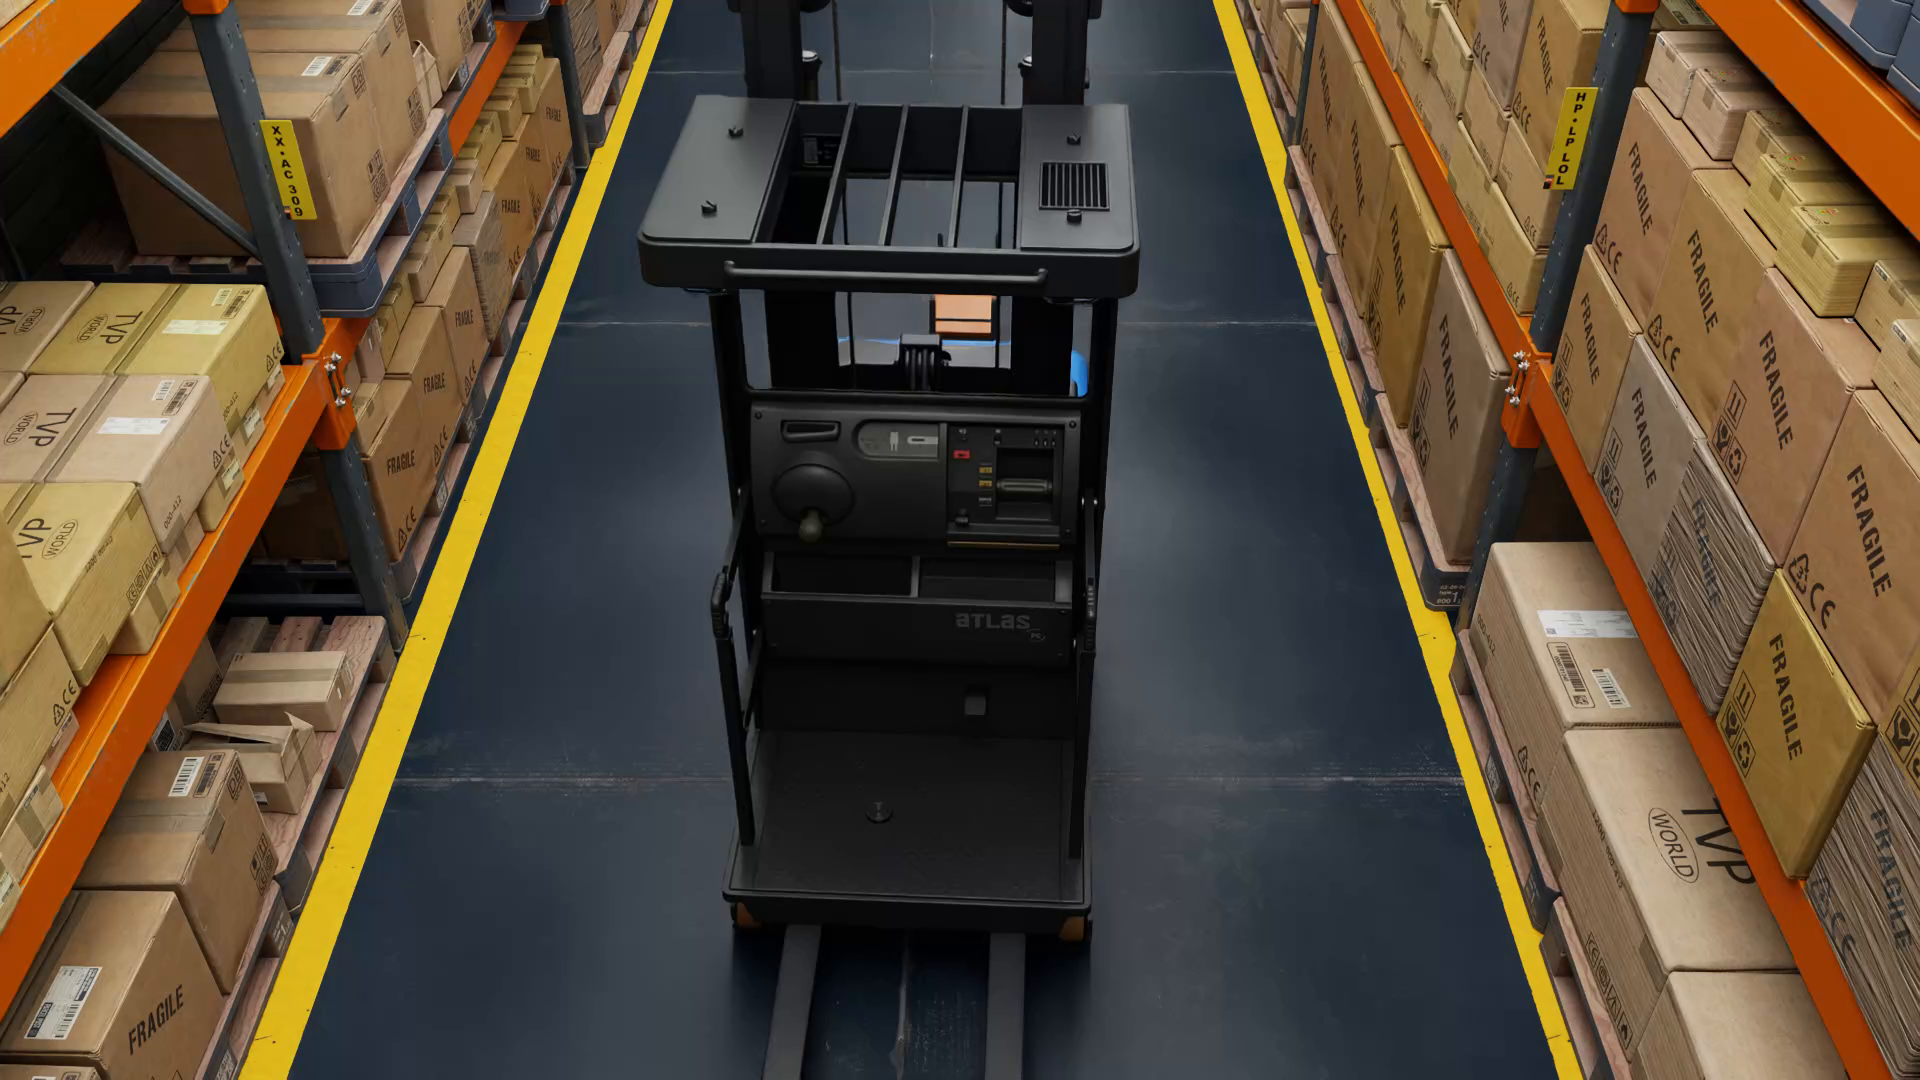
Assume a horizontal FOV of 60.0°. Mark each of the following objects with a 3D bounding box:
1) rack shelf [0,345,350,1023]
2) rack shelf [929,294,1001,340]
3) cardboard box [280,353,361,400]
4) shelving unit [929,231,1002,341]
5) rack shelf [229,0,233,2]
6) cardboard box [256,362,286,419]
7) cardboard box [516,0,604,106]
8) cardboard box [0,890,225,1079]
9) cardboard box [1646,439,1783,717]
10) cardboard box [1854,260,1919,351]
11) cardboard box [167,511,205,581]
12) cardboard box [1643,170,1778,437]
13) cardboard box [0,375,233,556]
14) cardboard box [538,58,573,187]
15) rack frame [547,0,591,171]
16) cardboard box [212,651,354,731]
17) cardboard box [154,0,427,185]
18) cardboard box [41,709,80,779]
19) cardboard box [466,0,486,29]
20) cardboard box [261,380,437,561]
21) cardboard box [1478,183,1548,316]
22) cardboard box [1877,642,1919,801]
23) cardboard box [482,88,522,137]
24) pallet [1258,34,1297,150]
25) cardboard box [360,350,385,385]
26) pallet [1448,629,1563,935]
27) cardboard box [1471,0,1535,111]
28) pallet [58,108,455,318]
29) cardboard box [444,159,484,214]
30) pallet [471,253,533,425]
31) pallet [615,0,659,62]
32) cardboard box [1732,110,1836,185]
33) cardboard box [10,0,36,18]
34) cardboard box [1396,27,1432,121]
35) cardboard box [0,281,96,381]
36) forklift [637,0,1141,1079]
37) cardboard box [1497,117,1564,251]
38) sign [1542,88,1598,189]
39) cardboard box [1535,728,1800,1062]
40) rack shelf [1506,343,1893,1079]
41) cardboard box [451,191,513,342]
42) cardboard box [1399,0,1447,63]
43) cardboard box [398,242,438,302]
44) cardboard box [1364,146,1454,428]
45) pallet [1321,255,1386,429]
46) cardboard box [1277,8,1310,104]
[{"bbox_3d":[-2.586,0.751,3.990,1.077,0.370,4.000,0,39,0],"label":"rack shelf"},{"bbox_3d":[0.024,-0.846,6.218,0.258,0.148,0.480,2,39,2],"label":"rack shelf"},{"bbox_3d":[-2.384,-0.563,5.960,0.380,0.149,0.250,-1,39,-1],"label":"cardboard box"},{"bbox_3d":[0.024,-0.540,6.464,0.258,1.200,0.503,2,39,2],"label":"shelving unit"},{"bbox_3d":[-2.591,-2.921,6.173,1.077,0.370,4.000,0,39,0],"label":"rack shelf"},{"bbox_3d":[-2.336,-0.484,5.156,0.380,0.149,0.250,0,39,1],"label":"cardboard box"},{"bbox_3d":[-2.580,-2.910,9.545,0.875,0.625,0.625,1,39,1],"label":"cardboard box"},{"bbox_3d":[-2.353,1.284,4.412,0.500,0.500,0.500,1,39,1],"label":"cardboard box"},{"bbox_3d":[2.104,0.094,4.155,0.500,0.500,0.500,0,39,0],"label":"cardboard box"},{"bbox_3d":[2.167,-0.473,3.543,0.380,0.149,0.250,0,39,0],"label":"cardboard box"},{"bbox_3d":[-2.316,0.006,4.545,0.380,0.149,0.250,1,39,1],"label":"cardboard box"},{"bbox_3d":[2.128,-0.602,4.223,0.500,0.500,0.500,-1,39,-1],"label":"cardboard box"},{"bbox_3d":[-2.329,-0.207,4.492,0.500,0.250,0.500,0,39,0],"label":"cardboard box"},{"bbox_3d":[-2.378,-2.206,8.768,0.500,0.500,0.500,1,39,1],"label":"cardboard box"},{"bbox_3d":[-2.593,-3.282,8.447,1.000,3.000,0.127,0,39,0],"label":"rack frame"},{"bbox_3d":[-2.294,0.516,5.651,0.380,0.149,0.250,-1,39,-1],"label":"cardboard box"},{"bbox_3d":[-2.366,-1.610,5.945,0.700,0.500,0.500,0,39,0],"label":"cardboard box"},{"bbox_3d":[-2.352,0.481,3.952,0.380,0.149,0.250,0,39,0],"label":"cardboard box"},{"bbox_3d":[-2.407,-2.466,7.010,0.797,0.503,0.637,-1,39,-1],"label":"cardboard box"},{"bbox_3d":[-2.364,-0.272,6.354,0.500,0.500,0.500,2,39,2],"label":"cardboard box"},{"bbox_3d":[2.122,-1.009,5.730,0.500,0.250,0.500,-1,39,-1],"label":"cardboard box"},{"bbox_3d":[2.114,0.348,3.038,0.500,0.500,0.500,0,39,0],"label":"cardboard box"},{"bbox_3d":[-2.352,-2.080,8.091,0.380,0.149,0.250,-1,39,-2],"label":"cardboard box"},{"bbox_3d":[2.371,-2.689,9.936,1.003,0.211,1.213,0,39,0],"label":"pallet"},{"bbox_3d":[-2.401,-0.620,6.269,0.380,0.149,0.250,-1,39,-1],"label":"cardboard box"},{"bbox_3d":[2.298,0.777,5.612,1.003,0.211,1.213,0,39,0],"label":"pallet"},{"bbox_3d":[2.115,-1.819,5.741,0.500,0.500,0.500,1,39,1],"label":"cardboard box"},{"bbox_3d":[-2.481,-1.206,6.009,1.003,0.211,1.213,0,39,0],"label":"pallet"},{"bbox_3d":[-2.366,-1.586,7.475,0.380,0.149,0.250,-2,39,-2],"label":"cardboard box"},{"bbox_3d":[-2.632,-0.966,7.787,1.003,0.211,1.213,0,39,0],"label":"pallet"},{"bbox_3d":[-2.554,-3.470,10.911,1.003,0.211,1.213,0,39,0],"label":"pallet"},{"bbox_3d":[2.175,-0.951,4.140,0.380,0.149,0.250,0,39,-1],"label":"cardboard box"},{"bbox_3d":[-2.304,-1.308,3.785,0.380,0.149,0.250,1,39,1],"label":"cardboard box"},{"bbox_3d":[2.136,-1.966,6.924,0.500,0.250,0.500,0,39,0],"label":"cardboard box"},{"bbox_3d":[-2.858,-0.529,4.893,0.500,0.250,0.500,0,39,-1],"label":"cardboard box"},{"bbox_3d":[-0.136,-0.106,4.538,1.130,2.935,3.031,2,39,2],"label":"forklift"},{"bbox_3d":[2.131,-1.199,5.568,0.500,0.250,0.500,0,39,0],"label":"cardboard box"},{"bbox_3d":[1.832,-1.201,4.988,0.100,0.325,0.005,0,39,0],"label":"sign"},{"bbox_3d":[2.270,1.002,4.814,0.875,0.438,0.875,-1,39,-1],"label":"cardboard box"},{"bbox_3d":[2.377,0.745,3.997,1.077,0.370,4.000,0,39,0],"label":"rack shelf"},{"bbox_3d":[-2.365,-1.241,7.564,0.500,0.500,0.500,-1,39,-2],"label":"cardboard box"},{"bbox_3d":[2.099,-2.156,6.761,0.500,0.250,0.500,1,39,1],"label":"cardboard box"},{"bbox_3d":[-2.389,-1.108,6.879,0.380,0.149,0.250,0,39,0],"label":"cardboard box"},{"bbox_3d":[2.285,-1.074,7.055,0.875,0.875,0.875,1,39,1],"label":"cardboard box"},{"bbox_3d":[2.294,-0.946,7.762,1.003,0.211,1.213,0,39,0],"label":"pallet"},{"bbox_3d":[2.380,-2.780,9.586,0.950,0.372,0.625,-2,39,-3],"label":"cardboard box"}]
